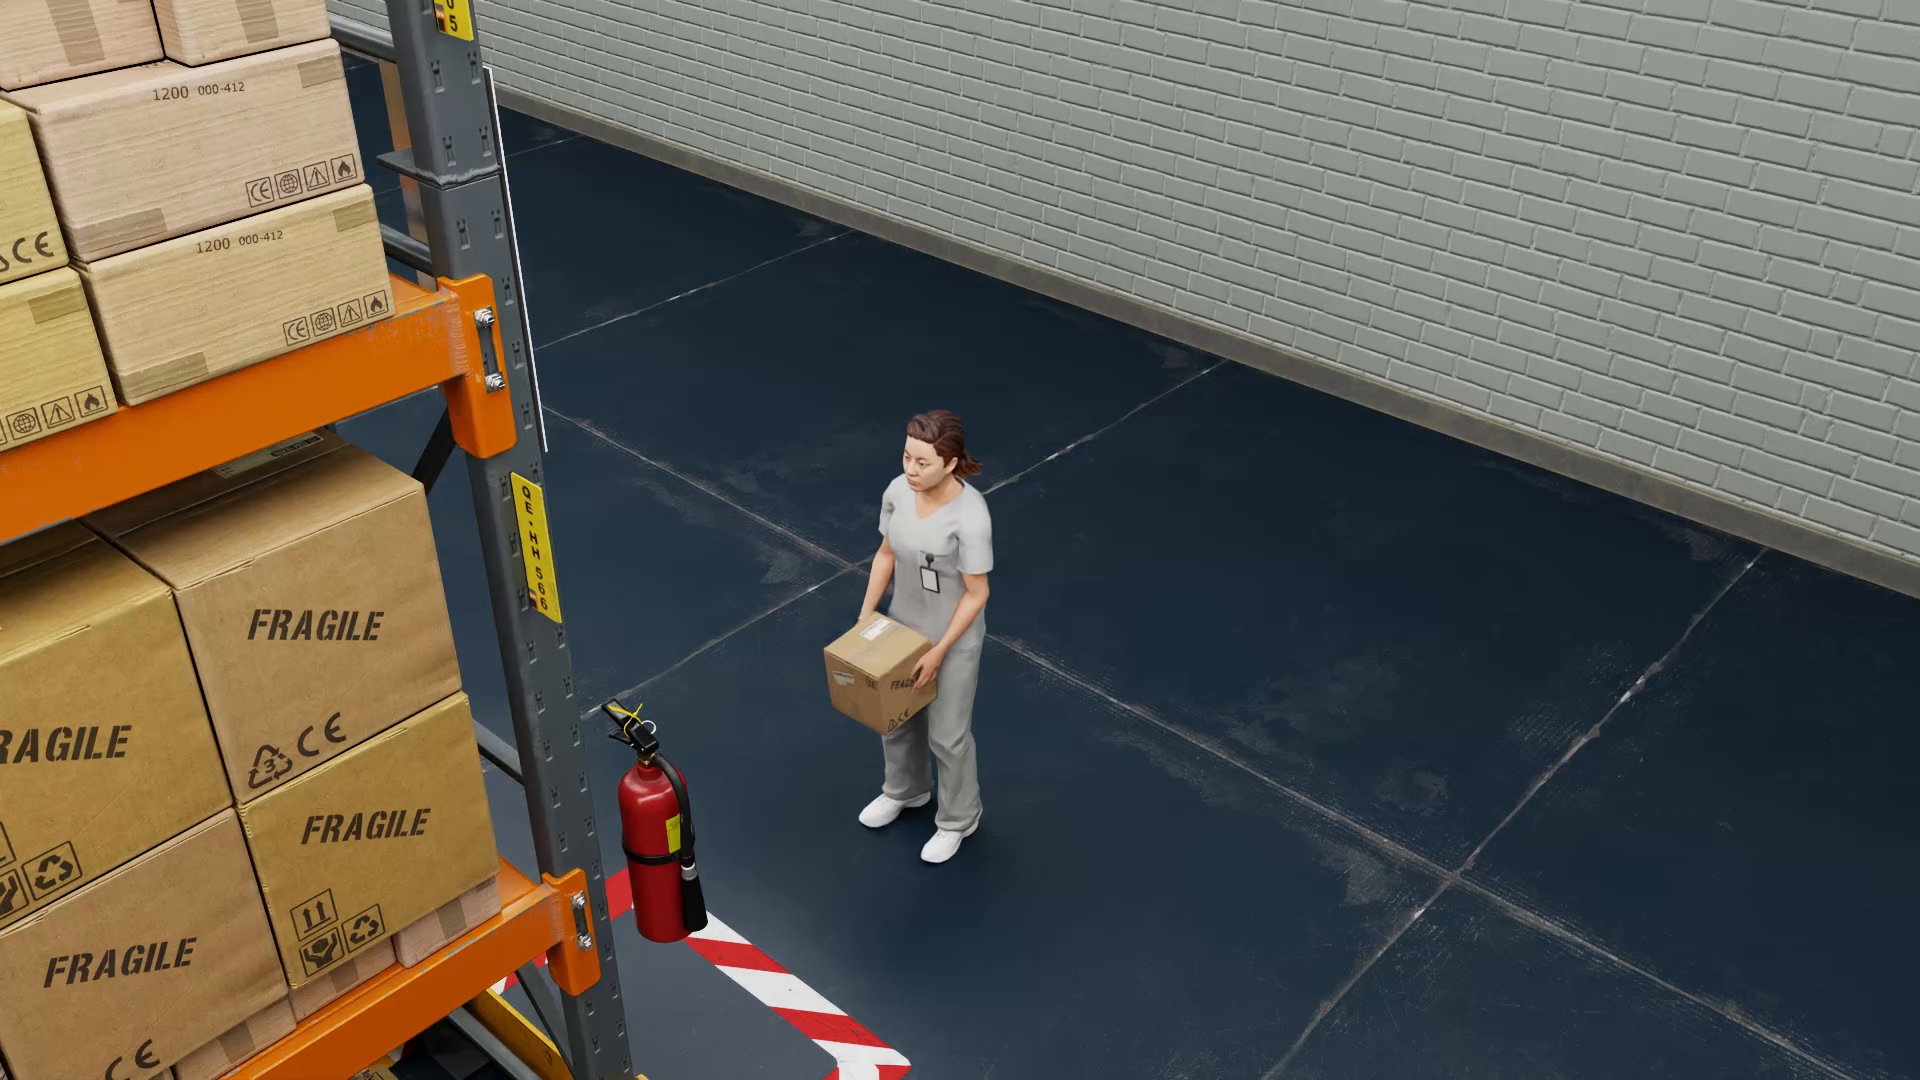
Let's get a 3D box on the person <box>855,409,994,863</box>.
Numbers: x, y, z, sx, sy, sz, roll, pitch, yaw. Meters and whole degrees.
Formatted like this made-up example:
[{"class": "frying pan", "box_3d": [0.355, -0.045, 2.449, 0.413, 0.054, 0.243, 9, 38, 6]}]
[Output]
[{"class": "person", "box_3d": [-0.113, 0.332, 5.589, 0.466, 1.676, 0.429, 25, 39, 34]}]
